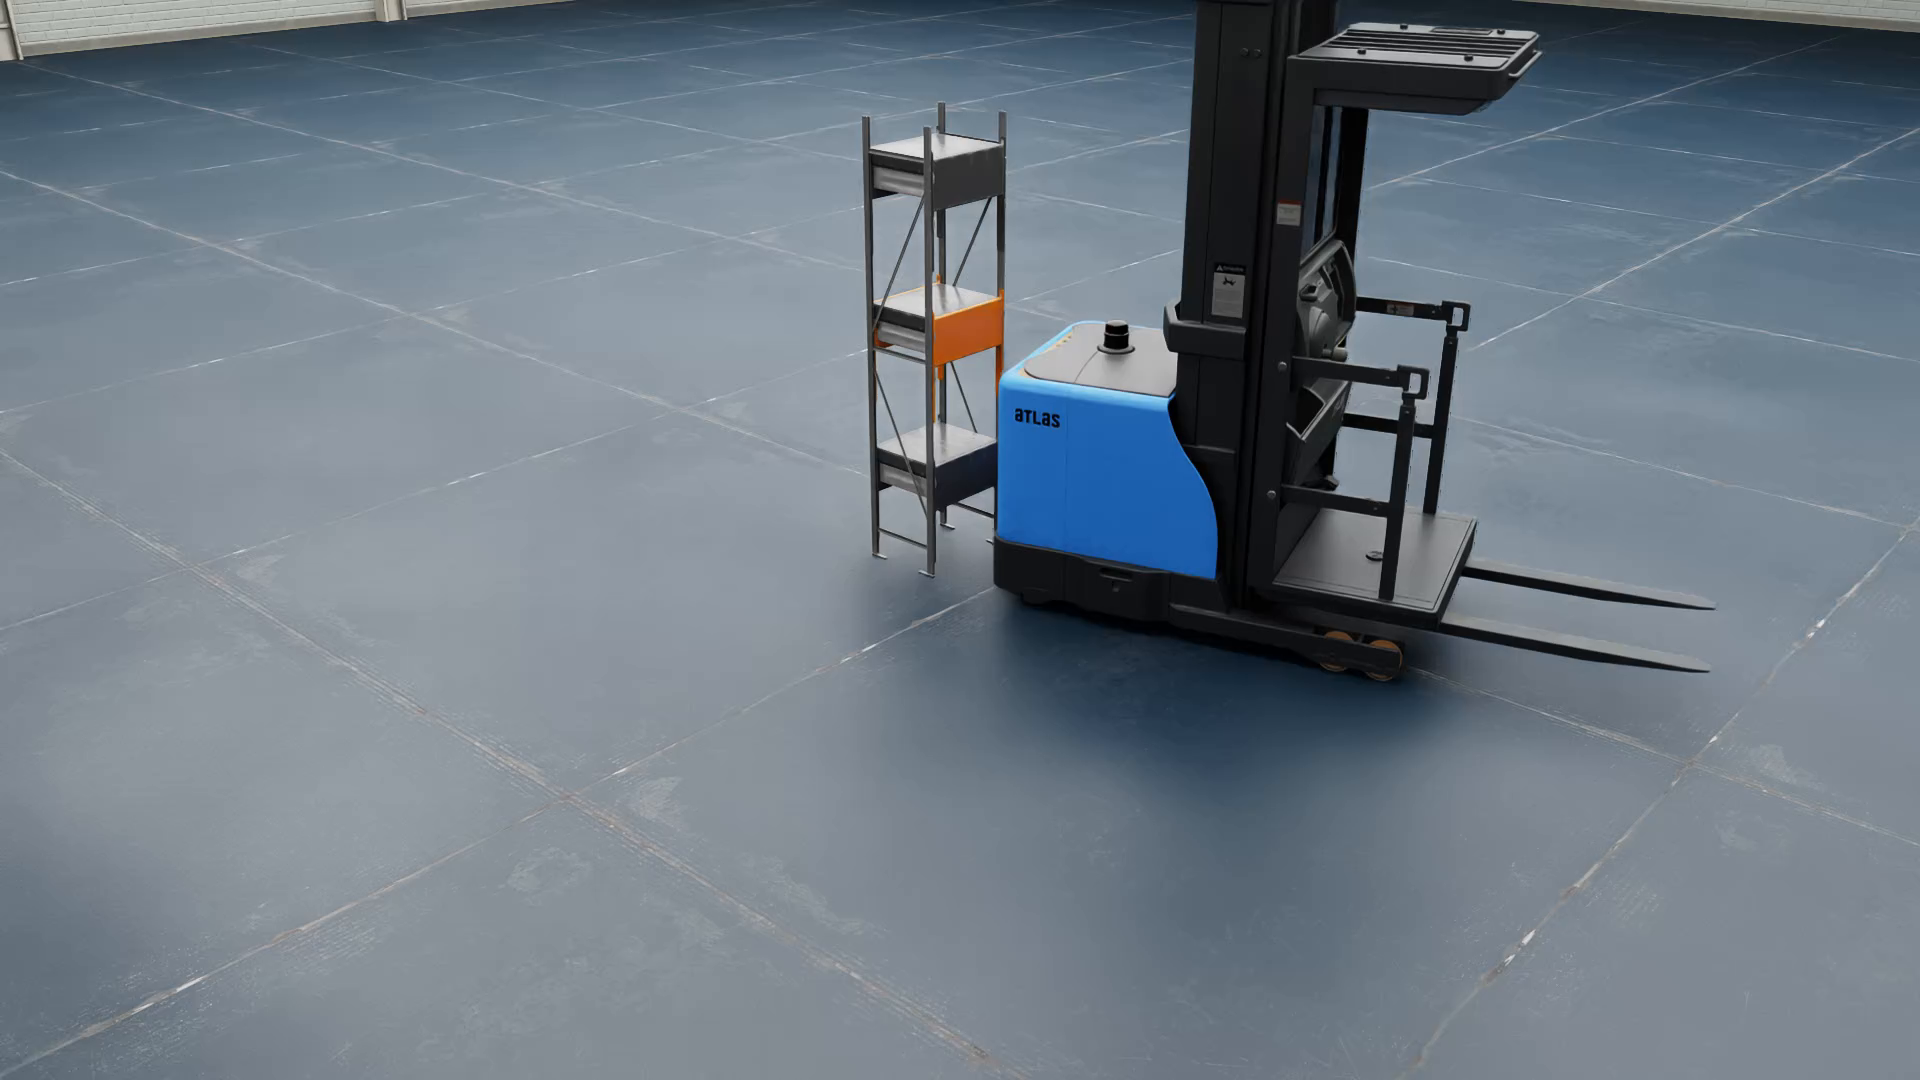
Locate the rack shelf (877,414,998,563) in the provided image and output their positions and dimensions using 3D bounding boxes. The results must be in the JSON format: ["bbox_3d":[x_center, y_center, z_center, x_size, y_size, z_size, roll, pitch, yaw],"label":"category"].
[{"bbox_3d":[-0.110,-0.256,8.000,0.431,0.518,0.480,20,31,38],"label":"rack shelf"}]

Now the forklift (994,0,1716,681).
[{"bbox_3d":[1.715,-0.998,6.892,3.031,2.935,1.130,11,26,22],"label":"forklift"}]

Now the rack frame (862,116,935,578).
[{"bbox_3d":[-0.273,-0.833,7.542,0.400,2.100,0.015,20,31,38],"label":"rack frame"}]

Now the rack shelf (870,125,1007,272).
[{"bbox_3d":[-0.110,-1.534,7.427,0.431,0.518,0.480,20,31,38],"label":"rack shelf"}]

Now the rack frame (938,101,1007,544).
[{"bbox_3d":[0.052,-0.982,7.874,0.400,2.100,0.015,20,31,38],"label":"rack frame"}]

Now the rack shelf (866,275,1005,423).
[{"bbox_3d":[-0.110,-0.895,7.714,0.431,0.518,0.480,20,31,38],"label":"rack shelf"}]

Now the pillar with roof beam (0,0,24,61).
[{"bbox_3d":[-10.115,-9.627,18.722,9.100,9.000,0.400,20,31,38],"label":"pillar with roof beam"}]

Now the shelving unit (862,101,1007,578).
[{"bbox_3d":[-0.110,-0.908,7.708,0.431,2.100,0.503,20,31,38],"label":"shelving unit"}]

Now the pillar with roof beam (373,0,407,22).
[{"bbox_3d":[-6.111,-11.455,22.799,9.100,9.000,0.400,20,31,38],"label":"pillar with roof beam"}]
